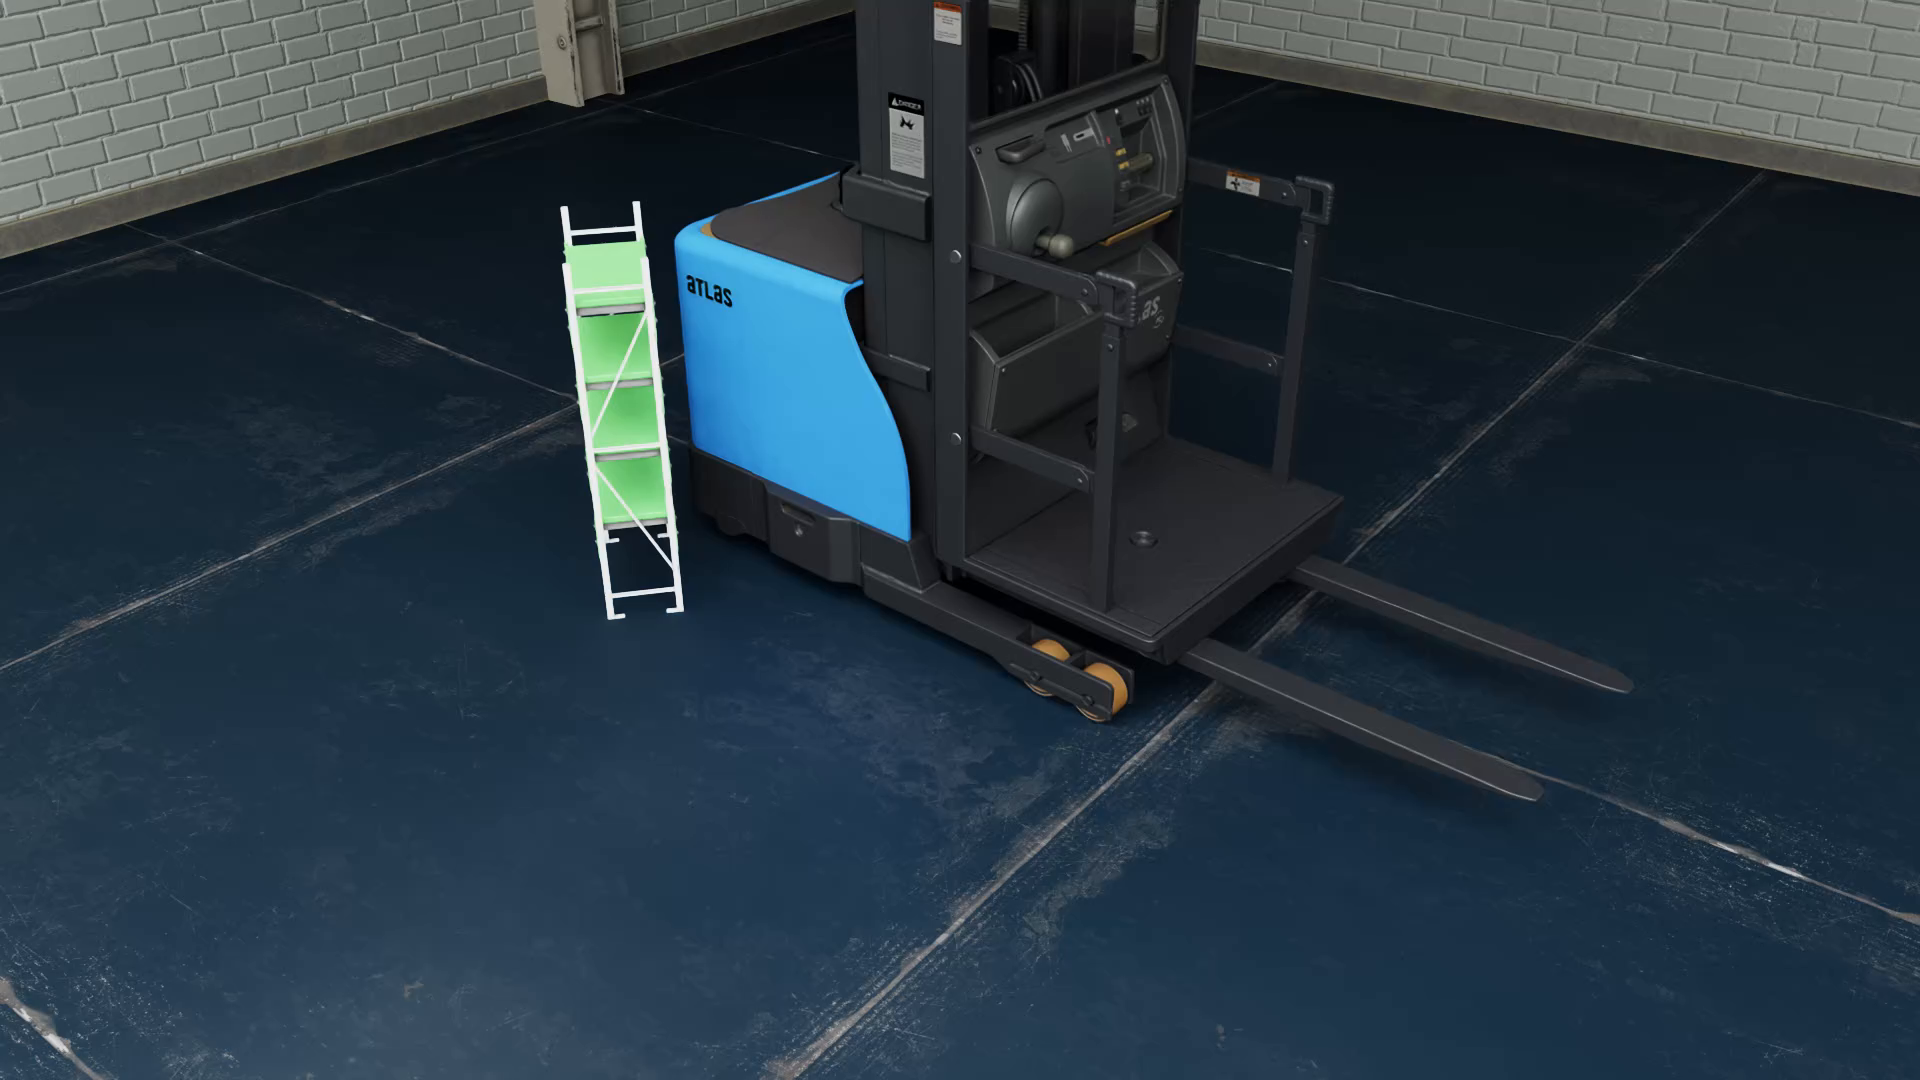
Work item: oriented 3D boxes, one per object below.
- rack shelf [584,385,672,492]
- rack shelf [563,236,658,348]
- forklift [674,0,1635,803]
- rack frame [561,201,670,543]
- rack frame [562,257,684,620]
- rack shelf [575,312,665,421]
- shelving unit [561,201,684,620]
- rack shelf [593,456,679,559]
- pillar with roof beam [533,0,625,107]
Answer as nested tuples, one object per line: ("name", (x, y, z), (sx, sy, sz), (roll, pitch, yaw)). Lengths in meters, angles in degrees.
("rack shelf", (-1.061, -0.344, 5.279), (0.258, 0.148, 0.480), (-6, 31, -11))
("rack shelf", (-1.061, -0.757, 5.034), (0.258, 0.148, 0.480), (-6, 31, -11))
("forklift", (0.515, -1.037, 4.625), (3.031, 2.935, 1.130), (23, 38, 34))
("rack frame", (-1.113, -0.521, 5.452), (0.240, 1.200, 0.015), (-6, 31, -11))
("rack frame", (-1.010, -0.277, 5.041), (0.240, 1.200, 0.015), (-6, 31, -11))
("rack shelf", (-1.061, -0.551, 5.157), (0.258, 0.148, 0.480), (-6, 31, -11))
("shelving unit", (-1.061, -0.399, 5.246), (0.258, 1.200, 0.503), (-6, 31, -11))
("rack shelf", (-1.061, -0.138, 5.401), (0.258, 0.148, 0.480), (-6, 31, -11))
("pillar with roof beam", (1.075, -5.342, 5.937), (9.100, 9.000, 0.400), (21, 37, 31))
